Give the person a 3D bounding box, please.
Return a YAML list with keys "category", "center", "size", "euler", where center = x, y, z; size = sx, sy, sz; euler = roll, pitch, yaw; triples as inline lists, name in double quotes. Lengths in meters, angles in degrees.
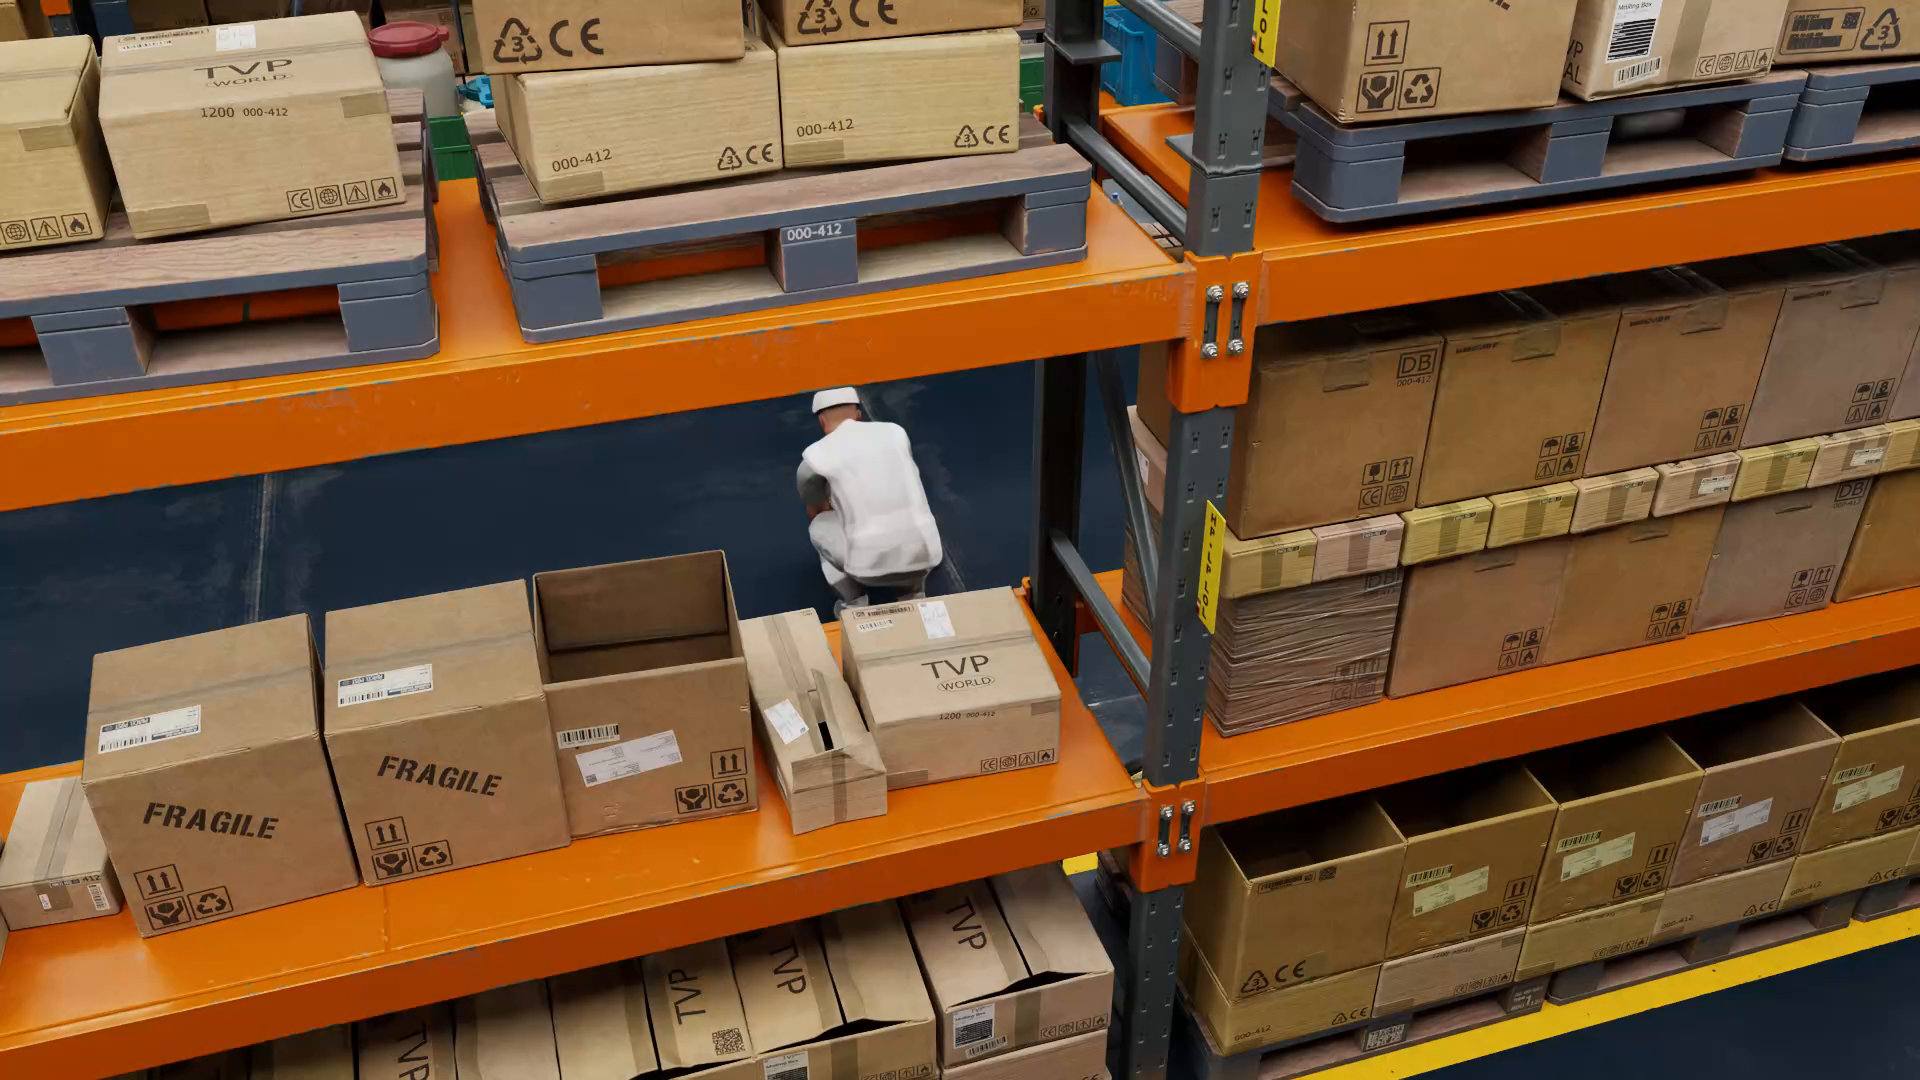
- category: "person"
  center: [-0.385, -0.112, 7.014]
  size: [0.532, 0.990, 0.920]
  euler: [-11, 35, -16]
